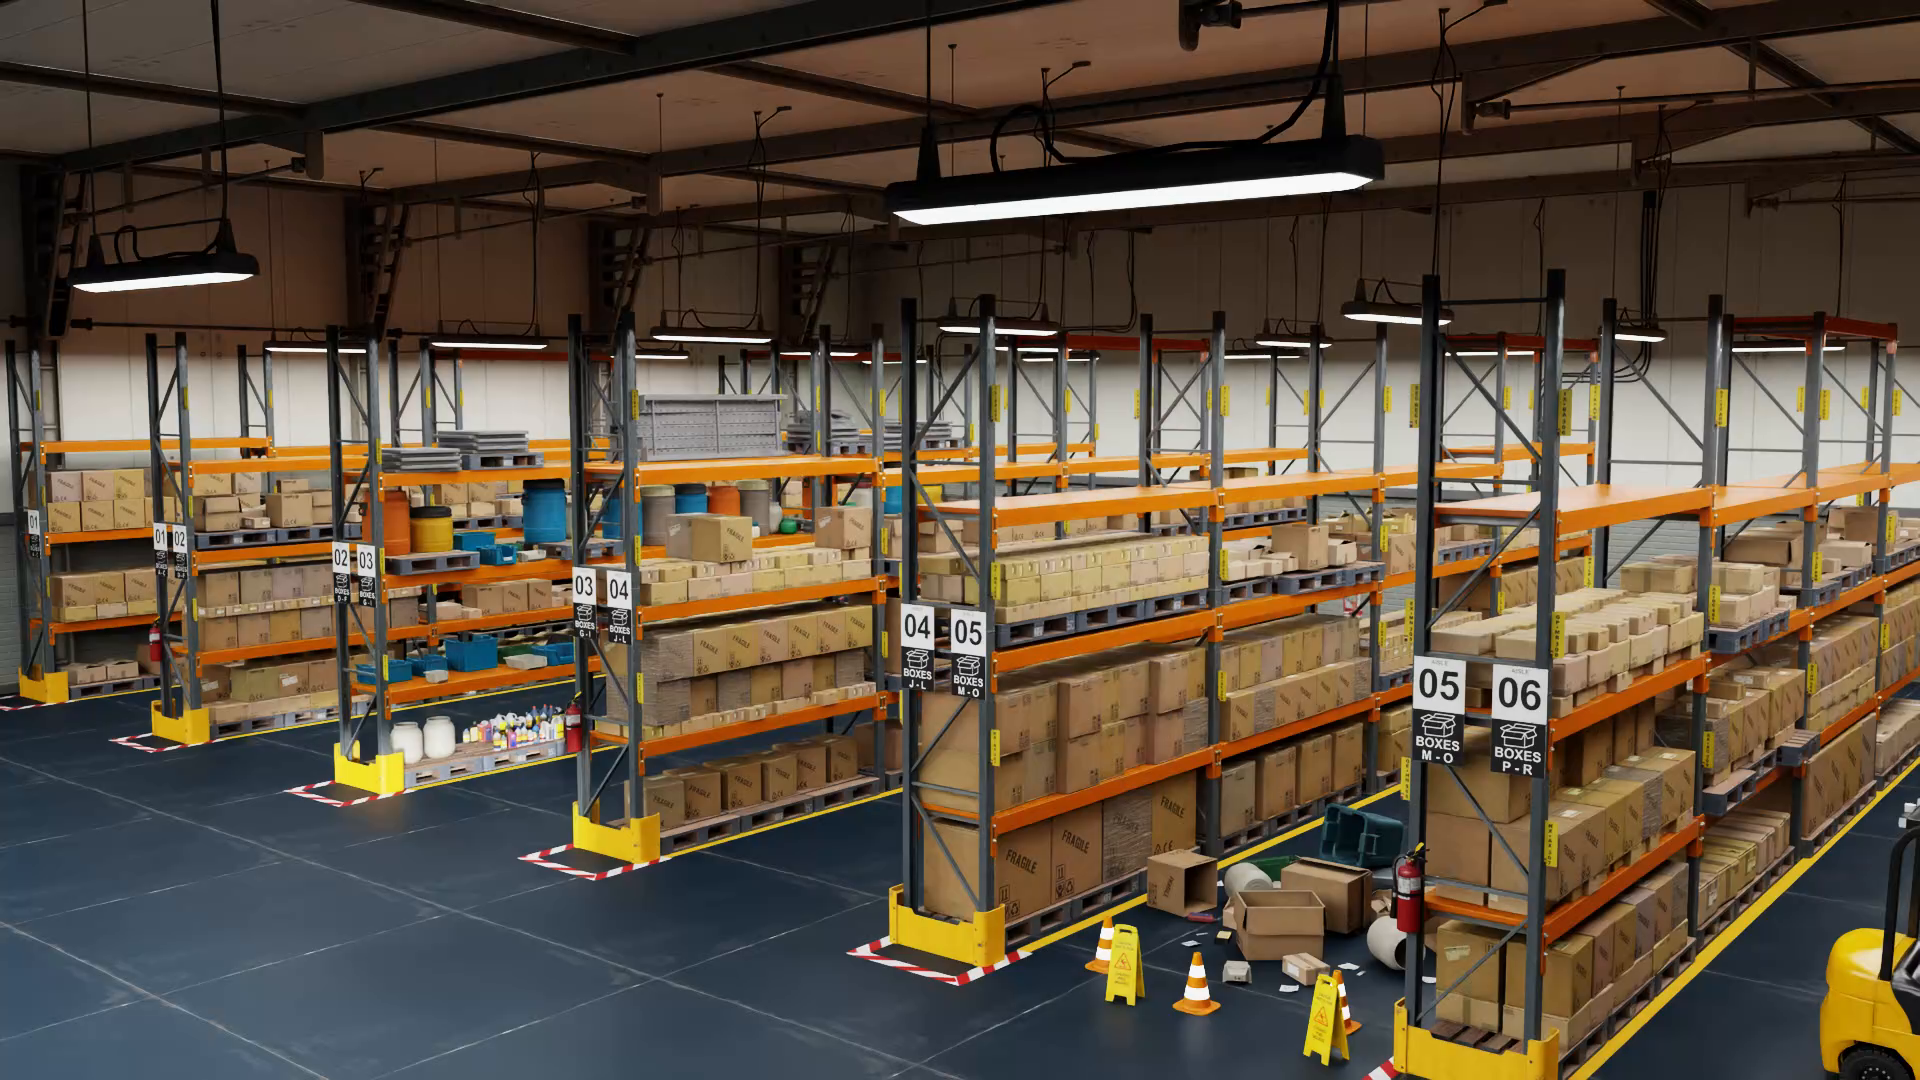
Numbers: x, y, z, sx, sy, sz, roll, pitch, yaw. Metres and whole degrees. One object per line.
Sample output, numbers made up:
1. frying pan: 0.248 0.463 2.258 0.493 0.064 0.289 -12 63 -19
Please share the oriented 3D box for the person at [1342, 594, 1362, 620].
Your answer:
1. person: 7.383 1.462 31.609 1.049 1.726 0.510 4 6 36
